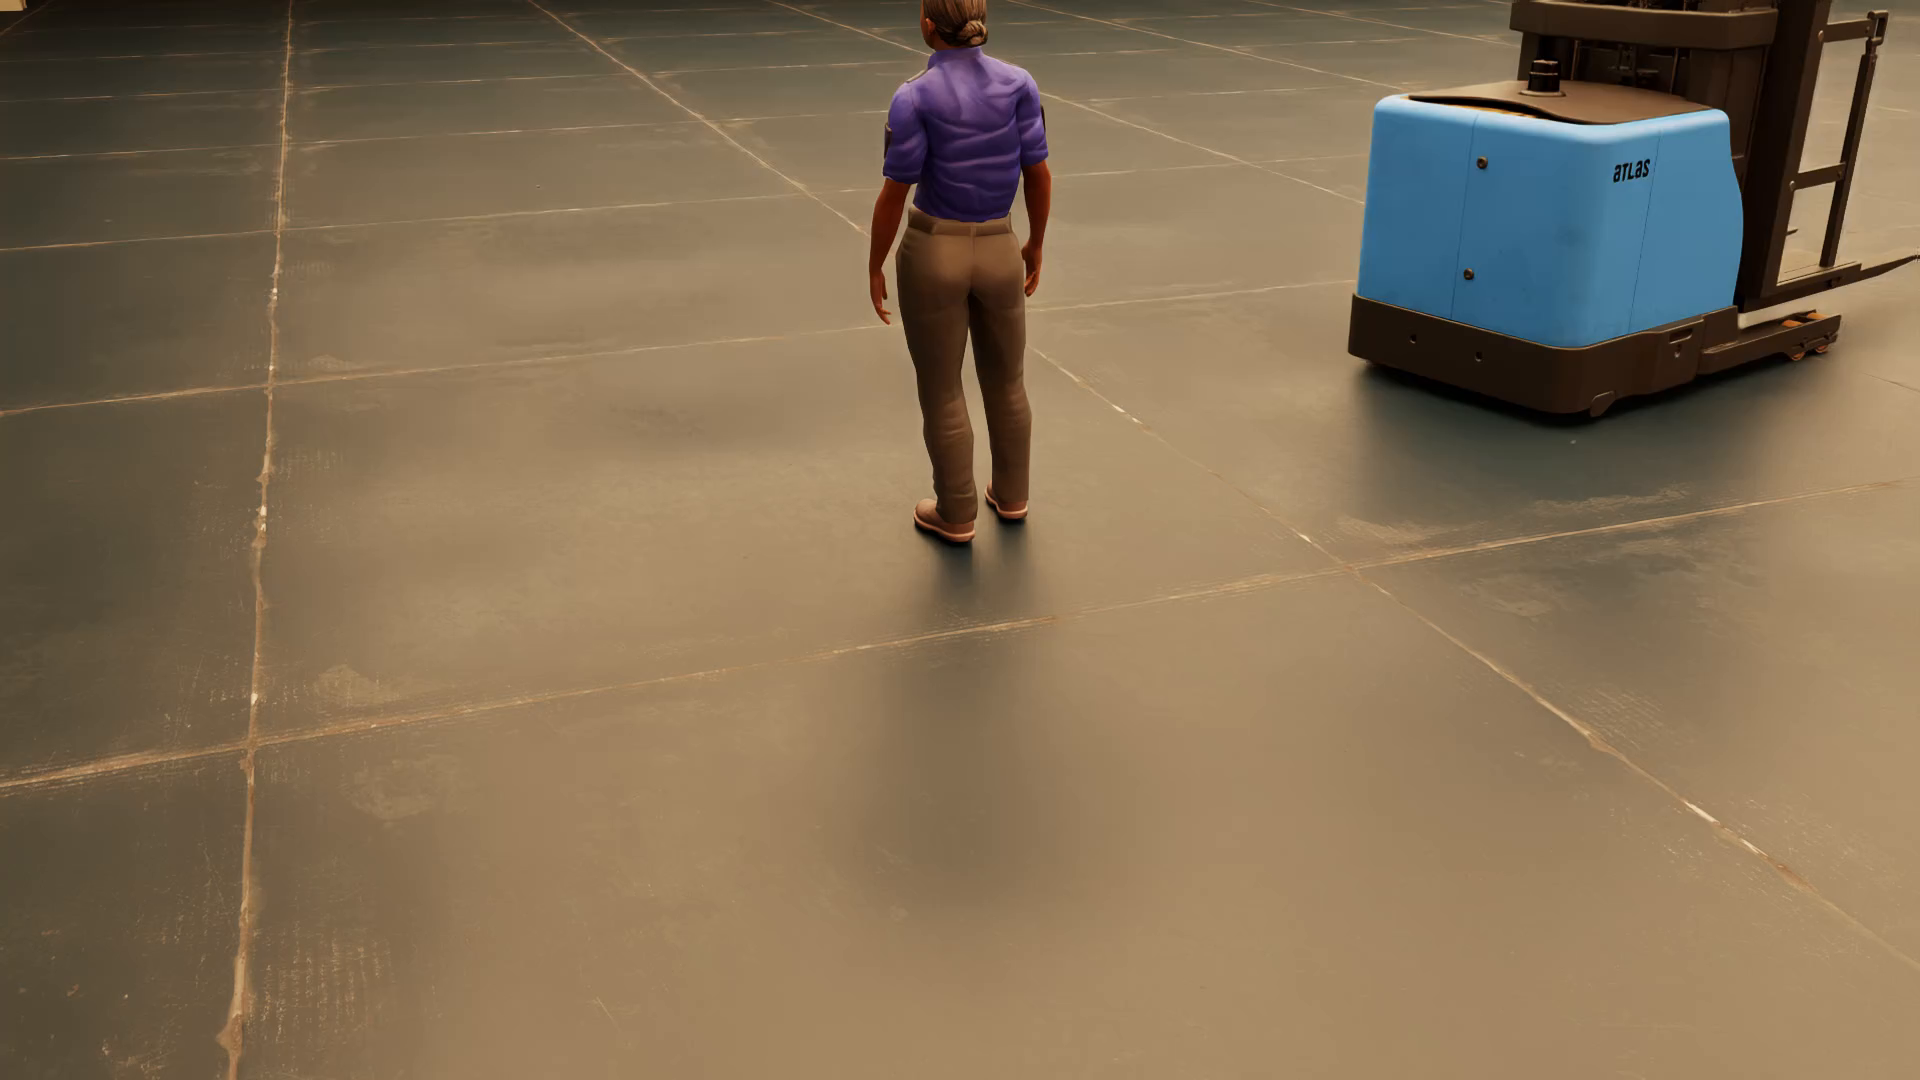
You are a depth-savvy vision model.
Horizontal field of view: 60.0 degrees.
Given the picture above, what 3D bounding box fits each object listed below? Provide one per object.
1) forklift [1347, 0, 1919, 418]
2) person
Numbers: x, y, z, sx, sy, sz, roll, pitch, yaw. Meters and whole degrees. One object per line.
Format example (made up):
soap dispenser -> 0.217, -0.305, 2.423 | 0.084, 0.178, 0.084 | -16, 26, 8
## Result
forklift -> 3.047, -2.234, 6.611 | 3.031, 2.935, 1.130 | -16, 28, -33
person -> -0.011, -0.804, 4.838 | 0.569, 1.654, 0.504 | -8, 24, -18
